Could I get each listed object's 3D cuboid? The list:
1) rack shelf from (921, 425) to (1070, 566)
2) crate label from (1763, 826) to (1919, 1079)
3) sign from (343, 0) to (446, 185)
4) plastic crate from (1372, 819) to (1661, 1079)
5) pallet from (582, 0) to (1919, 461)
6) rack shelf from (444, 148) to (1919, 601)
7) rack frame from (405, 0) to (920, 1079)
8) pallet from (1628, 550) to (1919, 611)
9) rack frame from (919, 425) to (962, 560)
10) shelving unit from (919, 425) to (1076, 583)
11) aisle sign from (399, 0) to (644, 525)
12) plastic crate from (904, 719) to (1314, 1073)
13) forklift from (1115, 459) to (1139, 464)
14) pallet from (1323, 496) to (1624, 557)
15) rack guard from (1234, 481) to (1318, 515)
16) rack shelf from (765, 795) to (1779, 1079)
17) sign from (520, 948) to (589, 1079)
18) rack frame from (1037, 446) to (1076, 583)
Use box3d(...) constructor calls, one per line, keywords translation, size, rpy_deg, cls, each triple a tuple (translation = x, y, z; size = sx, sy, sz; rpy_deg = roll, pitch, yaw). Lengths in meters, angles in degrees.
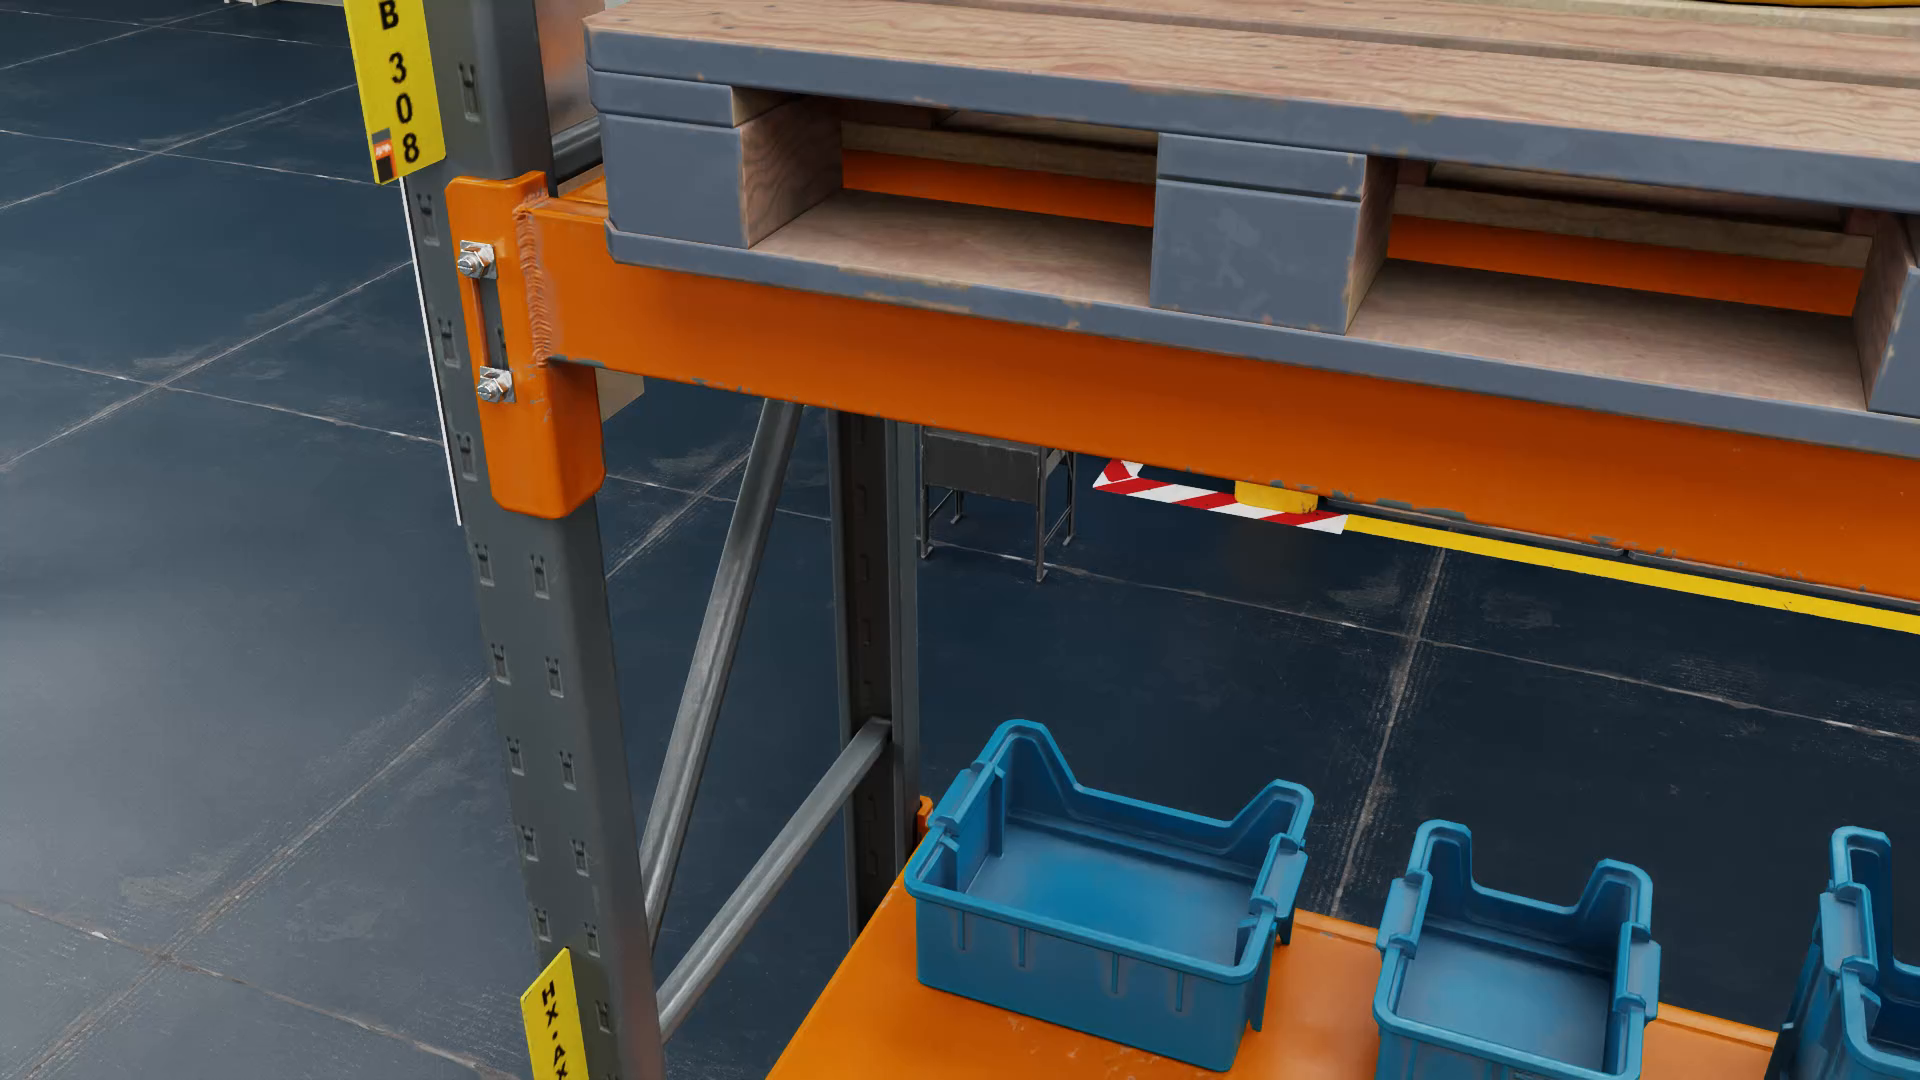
box3d(translation=(0.153, -0.262, 6.530), size=(0.480, 0.518, 0.431), rpy_deg=(11, 31, 19), cls="rack shelf")
box3d(translation=(1.489, 0.764, 2.314), size=(0.616, 0.435, 0.502), rpy_deg=(11, 31, 19), cls="crate label")
box3d(translation=(-0.529, -0.497, 1.524), size=(0.005, 0.325, 0.100), rpy_deg=(11, 31, 19), cls="sign")
box3d(translation=(0.858, 0.706, 2.604), size=(0.408, 0.251, 0.499), rpy_deg=(11, 31, 19), cls="plastic crate")
box3d(translation=(0.412, -0.464, 1.666), size=(1.213, 0.211, 1.003), rpy_deg=(11, 31, 19), cls="pallet")
box3d(translation=(1.535, -0.060, 1.491), size=(4.000, 0.370, 1.077), rpy_deg=(11, 31, 19), cls="rack shelf")
box3d(translation=(-0.319, 0.564, 2.704), size=(0.053, 2.616, 0.949), rpy_deg=(11, 31, 19), cls="rack frame")
box3d(translation=(3.399, -0.133, 6.770), size=(1.213, 0.211, 1.003), rpy_deg=(11, 31, 19), cls="pallet")
box3d(translation=(-0.073, -0.929, 6.259), size=(0.015, 2.100, 0.400), rpy_deg=(11, 31, 19), cls="rack frame")
box3d(translation=(0.153, -0.883, 6.179), size=(0.503, 2.100, 0.431), rpy_deg=(11, 31, 19), cls="shelving unit")
box3d(translation=(-0.495, -0.449, 1.854), size=(0.004, 0.787, 0.394), rpy_deg=(11, 31, 19), cls="aisle sign")
box3d(translation=(0.259, 0.583, 2.821), size=(0.616, 0.251, 0.499), rpy_deg=(11, 31, 19), cls="plastic crate")
box3d(translation=(1.095, -2.298, 7.837), size=(1.130, 2.935, 3.031), rpy_deg=(15, 33, 25), cls="forklift")
box3d(translation=(2.272, -0.359, 7.171), size=(1.213, 0.211, 1.003), rpy_deg=(11, 31, 19), cls="pallet")
box3d(translation=(1.526, -0.612, 7.324), size=(0.348, 0.500, 1.175), rpy_deg=(11, 31, 19), cls="rack guard")
box3d(translation=(1.535, 1.245, 2.229), size=(4.000, 0.370, 1.077), rpy_deg=(11, 31, 19), cls="rack shelf")
box3d(translation=(-0.529, 0.692, 2.196), size=(0.005, 0.325, 0.100), rpy_deg=(11, 31, 19), cls="sign")
box3d(translation=(0.379, -0.838, 6.099), size=(0.015, 2.100, 0.400), rpy_deg=(11, 31, 19), cls="rack frame")
